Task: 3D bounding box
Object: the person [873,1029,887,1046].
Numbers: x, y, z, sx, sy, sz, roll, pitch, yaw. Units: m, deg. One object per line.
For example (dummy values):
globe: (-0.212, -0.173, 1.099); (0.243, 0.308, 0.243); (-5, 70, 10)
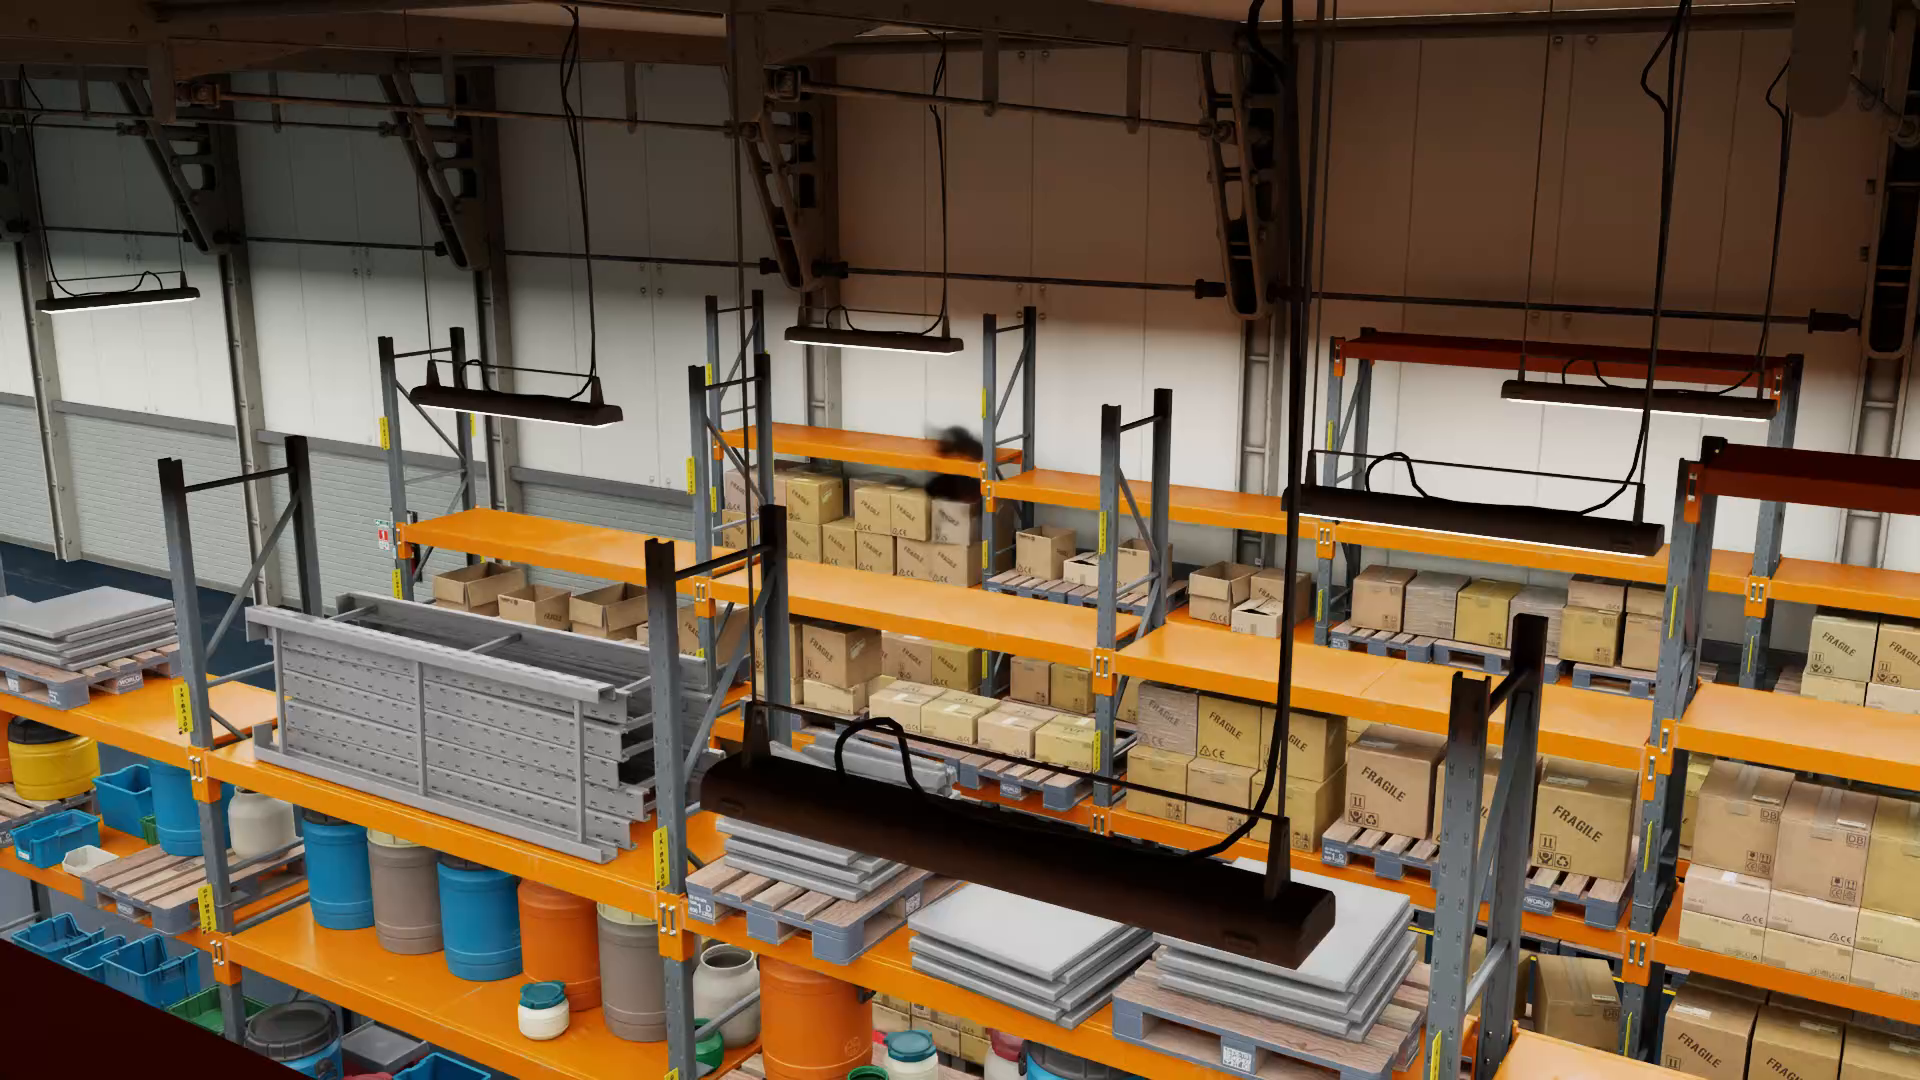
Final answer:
person: (-0.537, 4.351, 12.013); (0.876, 1.767, 0.683); (7, 16, 27)
